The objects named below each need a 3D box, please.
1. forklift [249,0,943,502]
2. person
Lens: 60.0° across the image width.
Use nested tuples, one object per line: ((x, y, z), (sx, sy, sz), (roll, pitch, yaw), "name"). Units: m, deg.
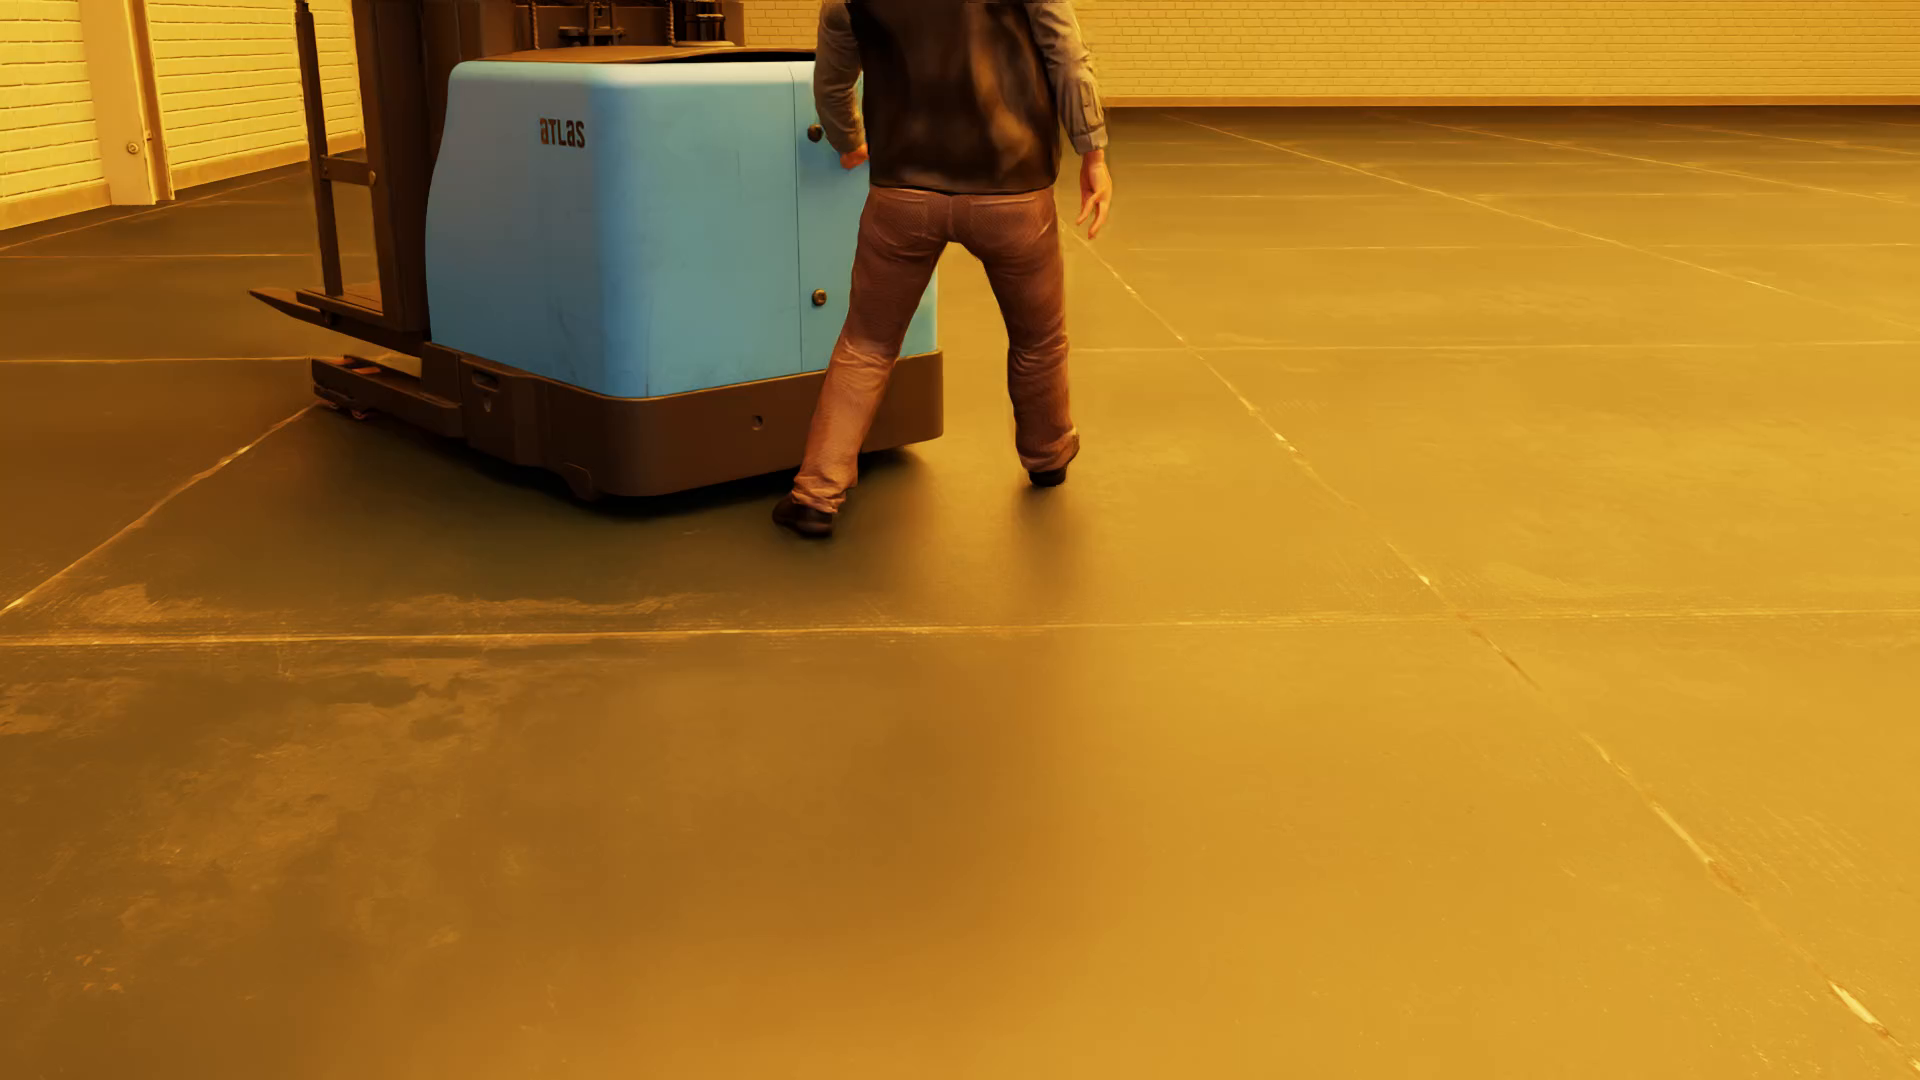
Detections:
((-1.400, -1.857, 4.977), (1.130, 2.935, 3.031), (-15, 22, -39), "forklift")
((-0.007, -0.858, 4.025), (0.810, 1.653, 0.889), (4, 17, 13), "person")
